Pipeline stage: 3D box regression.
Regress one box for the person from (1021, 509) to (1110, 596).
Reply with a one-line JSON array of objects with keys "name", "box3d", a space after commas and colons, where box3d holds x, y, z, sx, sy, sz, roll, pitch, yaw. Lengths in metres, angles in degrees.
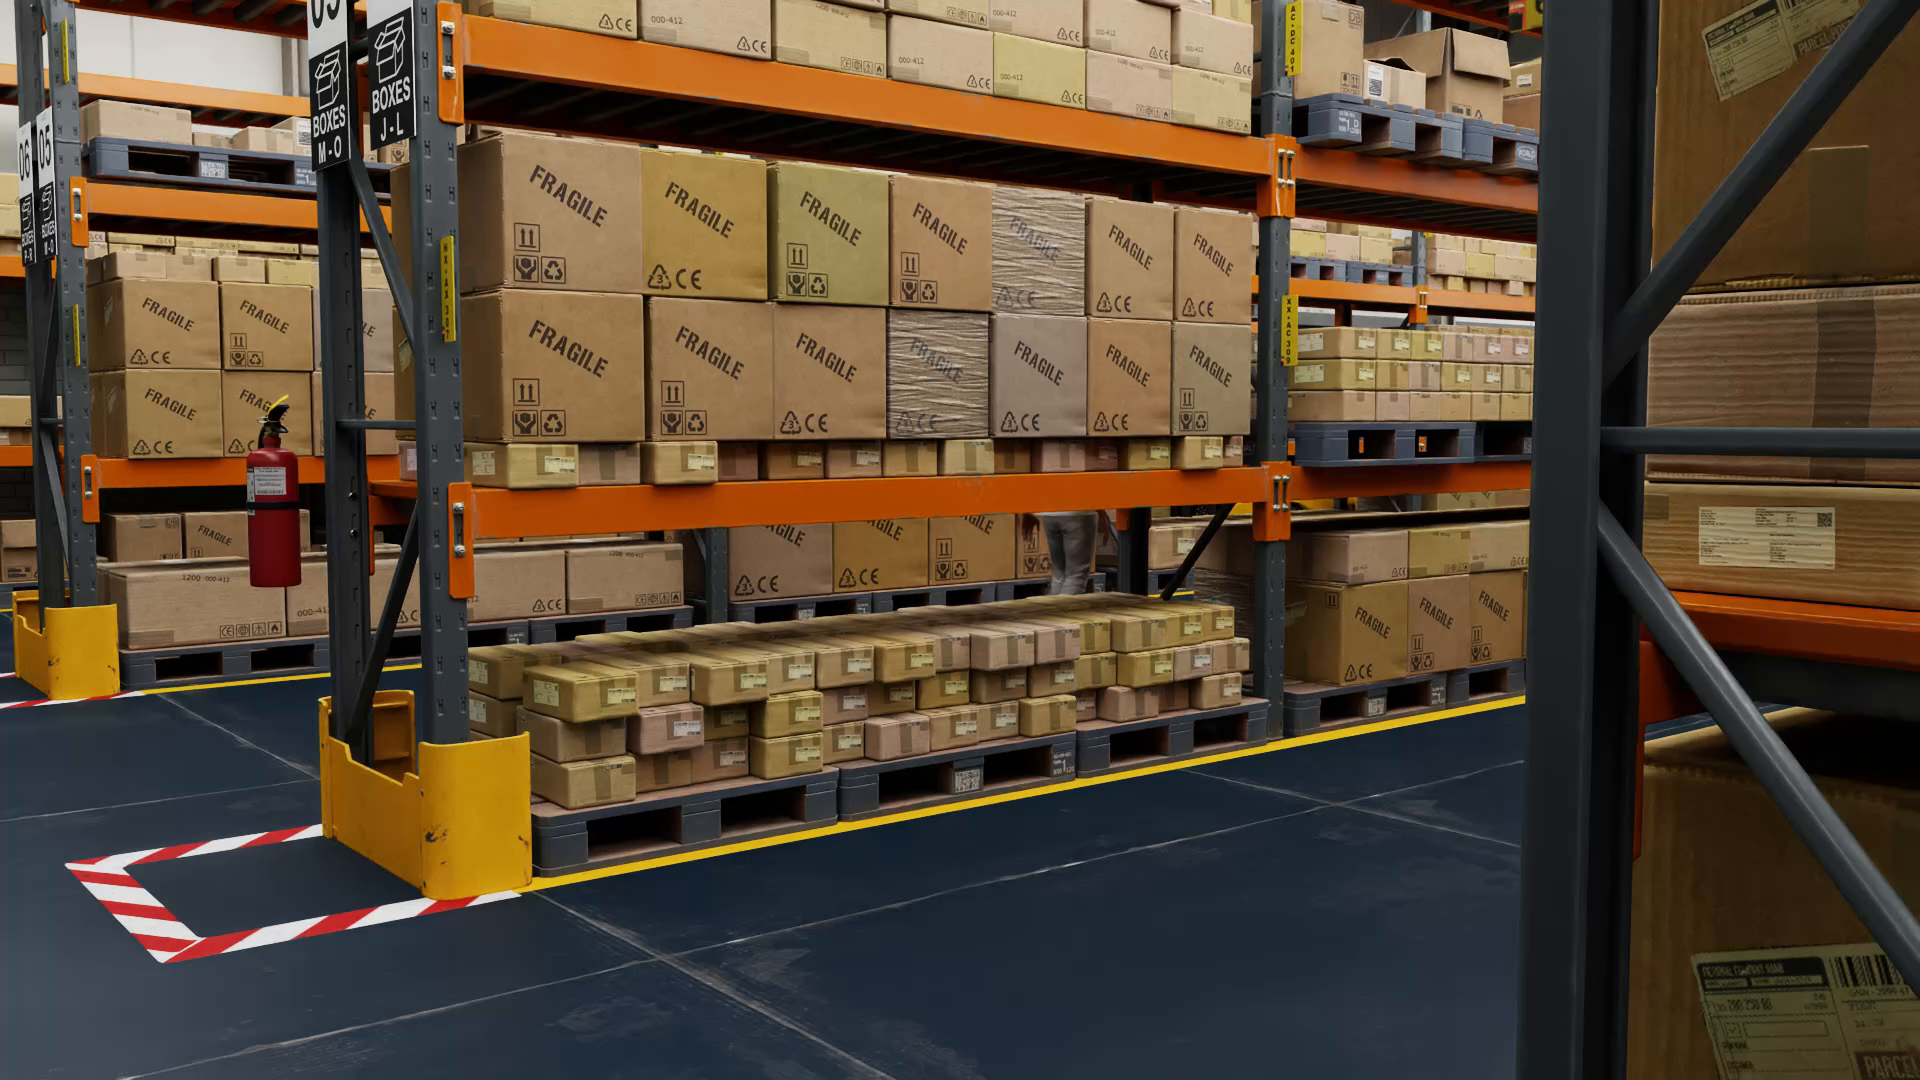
[{"name": "person", "box3d": [0.739, -0.124, 10.590, 0.615, 1.814, 0.502, 4, 6, 44]}]
